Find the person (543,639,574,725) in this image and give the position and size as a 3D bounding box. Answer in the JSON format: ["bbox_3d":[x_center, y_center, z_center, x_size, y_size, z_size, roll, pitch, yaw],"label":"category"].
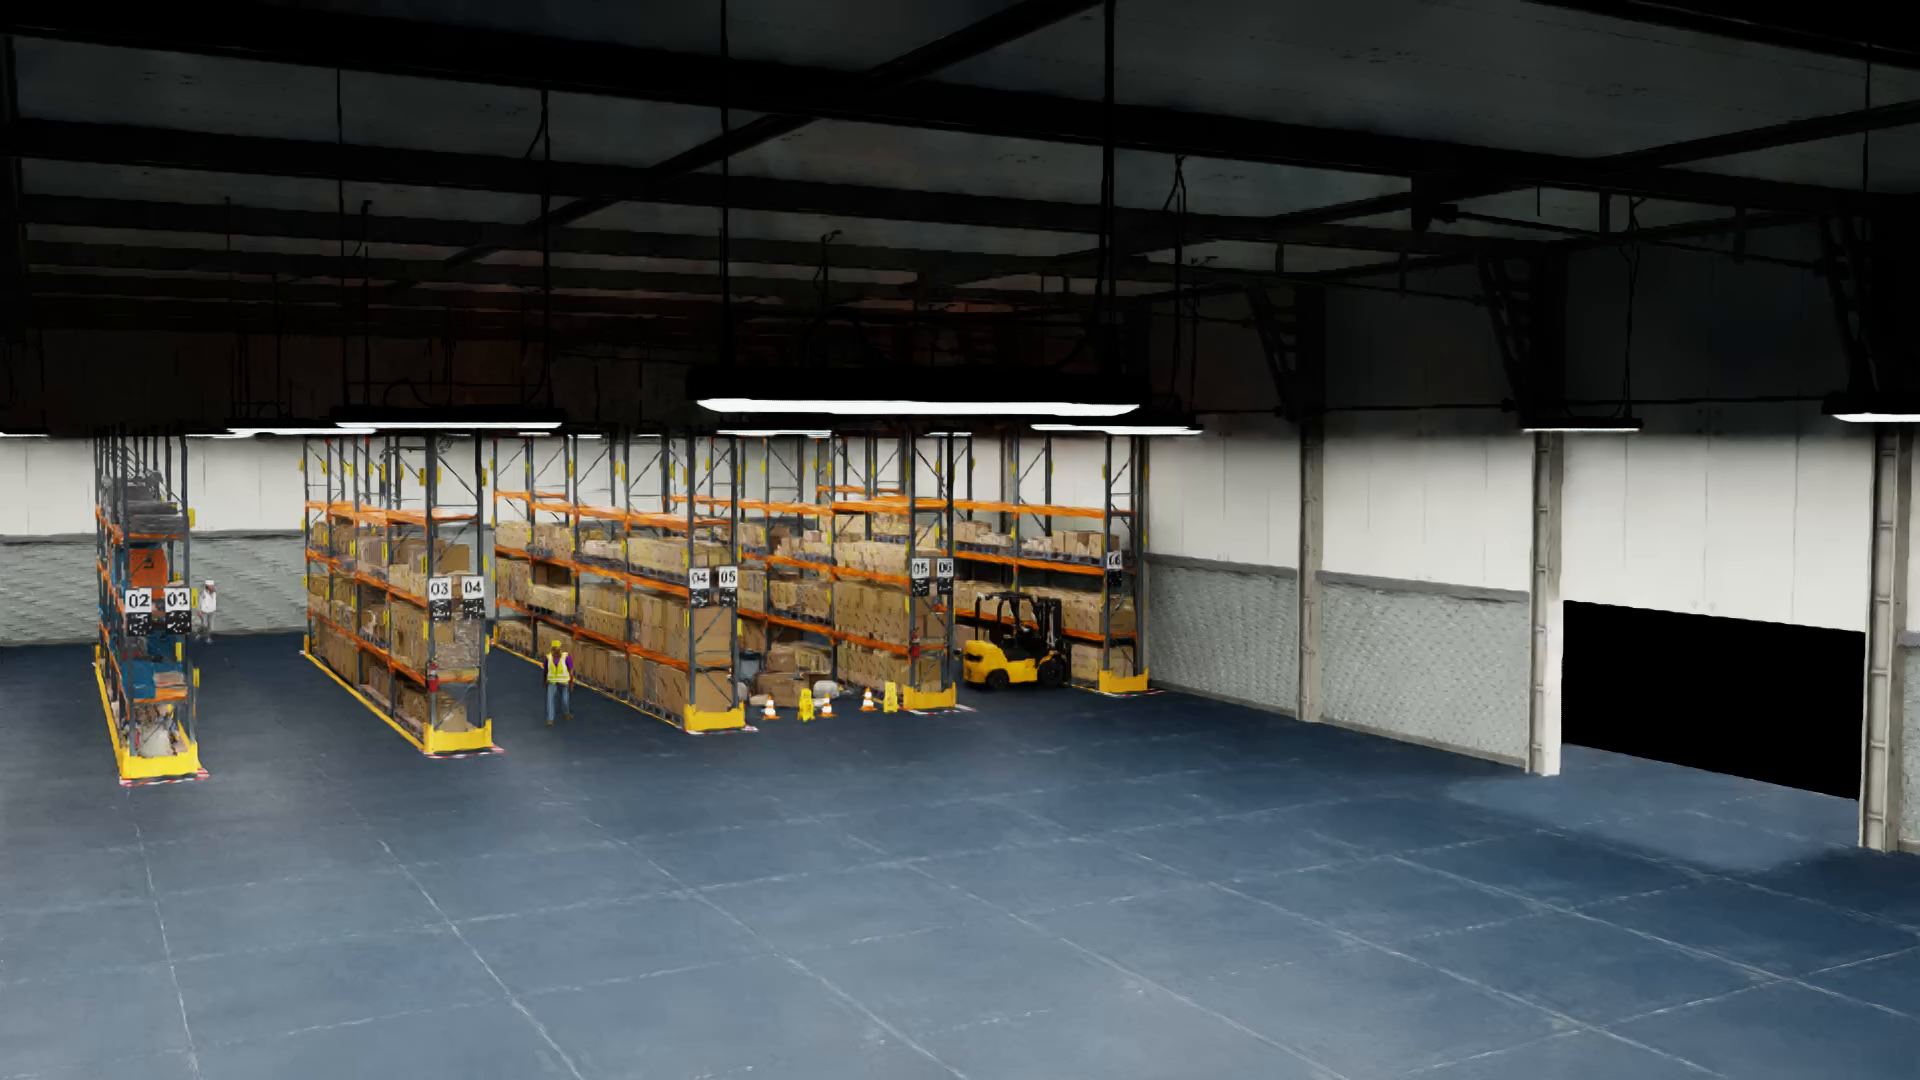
[{"bbox_3d":[-8.100,2.843,33.540,0.618,1.712,0.971,0,3,-8],"label":"person"}]

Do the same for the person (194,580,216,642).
[{"bbox_3d":[-21.306,2.002,46.971,0.565,1.765,0.583,2,4,25],"label":"person"}]

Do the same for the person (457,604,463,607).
[{"bbox_3d":[-14.053,2.003,47.315,0.617,1.711,0.774,0,3,-3],"label":"person"}]
